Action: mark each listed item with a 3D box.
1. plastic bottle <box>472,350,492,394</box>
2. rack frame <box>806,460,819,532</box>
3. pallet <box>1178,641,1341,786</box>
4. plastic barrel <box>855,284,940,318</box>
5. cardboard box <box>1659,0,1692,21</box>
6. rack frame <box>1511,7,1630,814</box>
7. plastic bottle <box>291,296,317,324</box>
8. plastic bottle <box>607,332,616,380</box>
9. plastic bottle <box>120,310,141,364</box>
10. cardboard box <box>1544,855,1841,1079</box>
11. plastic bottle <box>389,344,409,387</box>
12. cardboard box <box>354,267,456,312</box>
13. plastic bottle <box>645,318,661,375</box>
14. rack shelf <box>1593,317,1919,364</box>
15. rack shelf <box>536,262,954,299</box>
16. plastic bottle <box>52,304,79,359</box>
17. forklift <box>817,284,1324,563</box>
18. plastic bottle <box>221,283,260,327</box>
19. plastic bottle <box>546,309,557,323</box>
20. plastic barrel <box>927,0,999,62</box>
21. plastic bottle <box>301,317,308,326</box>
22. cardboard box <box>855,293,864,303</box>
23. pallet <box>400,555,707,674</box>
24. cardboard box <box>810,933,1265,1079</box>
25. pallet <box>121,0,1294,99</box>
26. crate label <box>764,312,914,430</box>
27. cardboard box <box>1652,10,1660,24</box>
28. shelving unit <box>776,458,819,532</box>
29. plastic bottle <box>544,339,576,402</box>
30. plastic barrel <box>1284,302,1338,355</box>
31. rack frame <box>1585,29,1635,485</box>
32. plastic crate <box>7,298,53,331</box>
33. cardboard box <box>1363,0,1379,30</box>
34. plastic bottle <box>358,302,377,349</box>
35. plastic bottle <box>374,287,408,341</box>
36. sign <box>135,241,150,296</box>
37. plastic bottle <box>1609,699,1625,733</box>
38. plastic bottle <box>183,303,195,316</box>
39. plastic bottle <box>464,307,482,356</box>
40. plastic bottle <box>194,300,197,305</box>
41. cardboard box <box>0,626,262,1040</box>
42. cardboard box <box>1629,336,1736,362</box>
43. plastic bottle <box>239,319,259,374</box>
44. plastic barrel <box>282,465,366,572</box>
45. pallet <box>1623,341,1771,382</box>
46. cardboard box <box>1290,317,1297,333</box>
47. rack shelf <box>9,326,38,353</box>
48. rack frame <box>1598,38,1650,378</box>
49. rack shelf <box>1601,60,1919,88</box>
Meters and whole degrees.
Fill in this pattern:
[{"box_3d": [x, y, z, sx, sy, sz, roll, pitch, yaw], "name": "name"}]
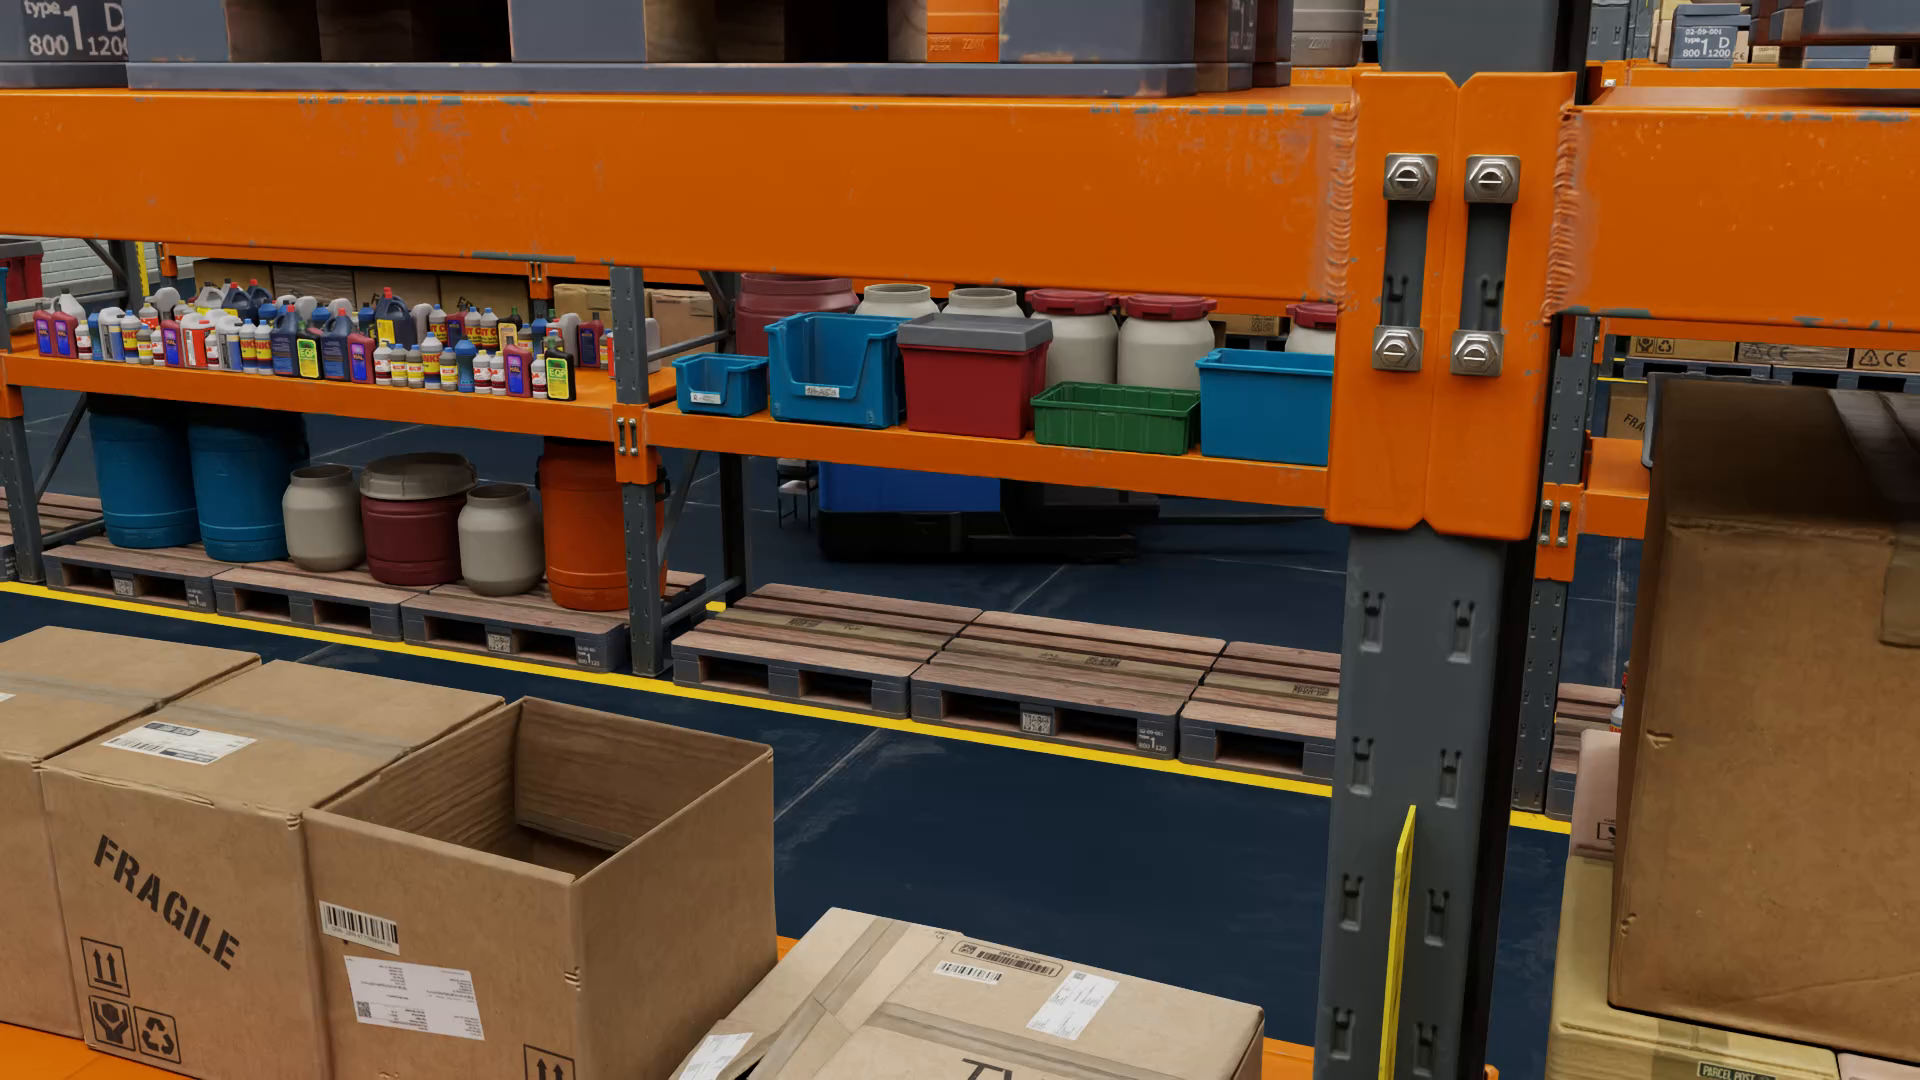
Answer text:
[{"box_3d": [-2.264, -0.801, 7.909, 0.097, 0.201, 0.097, 0, 16, 0], "name": "plastic bottle"}, {"box_3d": [-0.899, -0.512, 10.315, 0.006, 0.900, 0.240, 6, 18, 20], "name": "rack frame"}, {"box_3d": [1.651, 0.763, 7.168, 1.213, 0.211, 1.003, 6, 17, 21], "name": "pallet"}, {"box_3d": [-0.290, -0.919, 7.760, 0.421, 0.512, 0.421, 0, 16, 0], "name": "plastic barrel"}, {"box_3d": [4.402, -3.238, 10.120, 0.250, 0.149, 0.380, 6, 17, 19], "name": "cardboard box"}, {"box_3d": [2.396, -0.506, 6.538, 0.127, 3.000, 1.000, 6, 17, 21], "name": "rack frame"}, {"box_3d": [-3.627, -1.206, 9.170, 0.135, 0.276, 0.152, 6, 17, 21], "name": "plastic bottle"}, {"box_3d": [-1.665, -0.945, 8.270, 0.135, 0.276, 0.152, 6, 17, 21], "name": "plastic bottle"}, {"box_3d": [-4.317, -1.060, 8.677, 0.097, 0.271, 0.097, 0, 16, 0], "name": "plastic bottle"}, {"box_3d": [0.754, 0.496, 1.742, 0.250, 0.149, 0.380, 6, 17, 21], "name": "cardboard box"}, {"box_3d": [-2.717, -0.851, 8.080, 0.097, 0.201, 0.097, 0, 16, 0], "name": "plastic bottle"}, {"box_3d": [-4.651, -1.971, 14.640, 0.875, 0.875, 0.875, 6, 17, 21], "name": "cardboard box"}, {"box_3d": [-1.609, -0.984, 8.406, 0.135, 0.276, 0.152, 6, 17, 21], "name": "plastic bottle"}, {"box_3d": [6.073, -1.241, 10.358, 4.000, 0.370, 1.077, 6, 17, 21], "name": "rack shelf"}, {"box_3d": [-1.369, -2.059, 13.177, 4.000, 0.370, 1.077, 6, 17, 21], "name": "rack shelf"}, {"box_3d": [-4.738, -1.107, 8.815, 0.133, 0.283, 0.061, 6, 17, 21], "name": "plastic bottle"}, {"box_3d": [0.677, -1.421, 9.810, 3.031, 2.935, 1.130, 0, 16, -1], "name": "forklift"}, {"box_3d": [-3.952, -1.236, 9.138, 0.185, 0.351, 0.144, 6, 17, 21], "name": "plastic bottle"}, {"box_3d": [-2.148, -1.060, 8.656, 0.133, 0.283, 0.061, 6, 17, 21], "name": "plastic bottle"}, {"box_3d": [-0.033, -2.355, 6.755, 0.708, 0.830, 0.600, 6, 17, 21], "name": "plastic barrel"}, {"box_3d": [-3.347, -0.997, 8.458, 0.097, 0.271, 0.097, 0, 16, 0], "name": "plastic bottle"}, {"box_3d": [-0.969, -1.551, 13.192, 0.875, 0.875, 1.225, 6, 17, 21], "name": "cardboard box"}, {"box_3d": [-2.074, 0.354, 8.576, 1.213, 0.211, 1.003, 6, 17, 21], "name": "pallet"}, {"box_3d": [0.101, 0.811, 2.269, 0.500, 0.250, 0.500, 7, 18, 24], "name": "cardboard box"}, {"box_3d": [-0.251, -0.658, 2.021, 1.217, 0.209, 0.805, 6, 17, 18], "name": "pallet"}, {"box_3d": [-0.500, -0.761, 7.350, 0.616, 0.435, 0.502, 6, 17, 21], "name": "crate label"}, {"box_3d": [8.022, -5.947, 18.919, 0.250, 0.149, 0.380, 6, 17, 20], "name": "cardboard box"}, {"box_3d": [-0.995, -0.522, 10.350, 0.210, 0.900, 0.258, 6, 18, 20], "name": "shelving unit"}, {"box_3d": [-1.858, -0.790, 7.725, 0.133, 0.283, 0.061, 6, 17, 21], "name": "plastic bottle"}, {"box_3d": [1.586, -0.726, 7.052, 0.433, 0.535, 0.433, 0, 16, 0], "name": "plastic barrel"}, {"box_3d": [4.213, -1.791, 10.962, 0.127, 3.000, 1.000, 6, 17, 21], "name": "rack frame"}, {"box_3d": [-5.427, -1.312, 9.677, 0.243, 0.136, 0.396, 6, 17, 21], "name": "plastic crate"}, {"box_3d": [2.935, -3.653, 11.057, 0.637, 0.503, 0.797, 7, 18, 23], "name": "cardboard box"}, {"box_3d": [-3.192, -1.146, 8.971, 0.097, 0.271, 0.097, 0, 16, 0], "name": "plastic bottle"}, {"box_3d": [-3.047, -1.179, 8.944, 0.185, 0.351, 0.144, 6, 17, 21], "name": "plastic bottle"}, {"box_3d": [-4.843, -1.600, 9.809, 0.005, 0.325, 0.100, 6, 17, 21], "name": "sign"}, {"box_3d": [2.531, 0.739, 6.353, 0.097, 0.271, 0.097, 0, 16, 0], "name": "plastic bottle"}, {"box_3d": [-4.341, -1.239, 9.416, 0.097, 0.201, 0.097, 0, 16, 0], "name": "plastic bottle"}, {"box_3d": [-2.567, -1.095, 8.797, 0.097, 0.271, 0.097, 0, 16, 0], "name": "plastic bottle"}, {"box_3d": [-4.221, -1.271, 9.395, 0.135, 0.276, 0.152, 6, 17, 21], "name": "plastic bottle"}, {"box_3d": [-1.579, 0.488, 2.933, 0.500, 0.500, 0.500, 5, 17, 18], "name": "cardboard box"}, {"box_3d": [6.686, -2.166, 15.311, 0.875, 0.875, 0.875, 7, 17, 21], "name": "cardboard box"}, {"box_3d": [-3.581, -0.979, 8.398, 0.097, 0.271, 0.097, 0, 16, 0], "name": "plastic bottle"}, {"box_3d": [-3.395, -0.118, 8.910, 0.421, 0.512, 0.421, 0, 16, 0], "name": "plastic barrel"}, {"box_3d": [6.806, -1.630, 15.409, 1.213, 0.211, 1.003, 6, 17, 21], "name": "pallet"}, {"box_3d": [3.754, -2.423, 16.422, 0.750, 0.750, 1.050, 7, 17, 21], "name": "cardboard box"}, {"box_3d": [-6.907, -1.184, 10.162, 4.000, 0.370, 1.077, 6, 17, 21], "name": "rack shelf"}, {"box_3d": [6.127, -3.067, 15.358, 0.127, 3.000, 1.000, 6, 17, 21], "name": "rack frame"}, {"box_3d": [4.256, -1.397, 5.515, 4.000, 0.370, 1.077, 6, 17, 21], "name": "rack shelf"}]
